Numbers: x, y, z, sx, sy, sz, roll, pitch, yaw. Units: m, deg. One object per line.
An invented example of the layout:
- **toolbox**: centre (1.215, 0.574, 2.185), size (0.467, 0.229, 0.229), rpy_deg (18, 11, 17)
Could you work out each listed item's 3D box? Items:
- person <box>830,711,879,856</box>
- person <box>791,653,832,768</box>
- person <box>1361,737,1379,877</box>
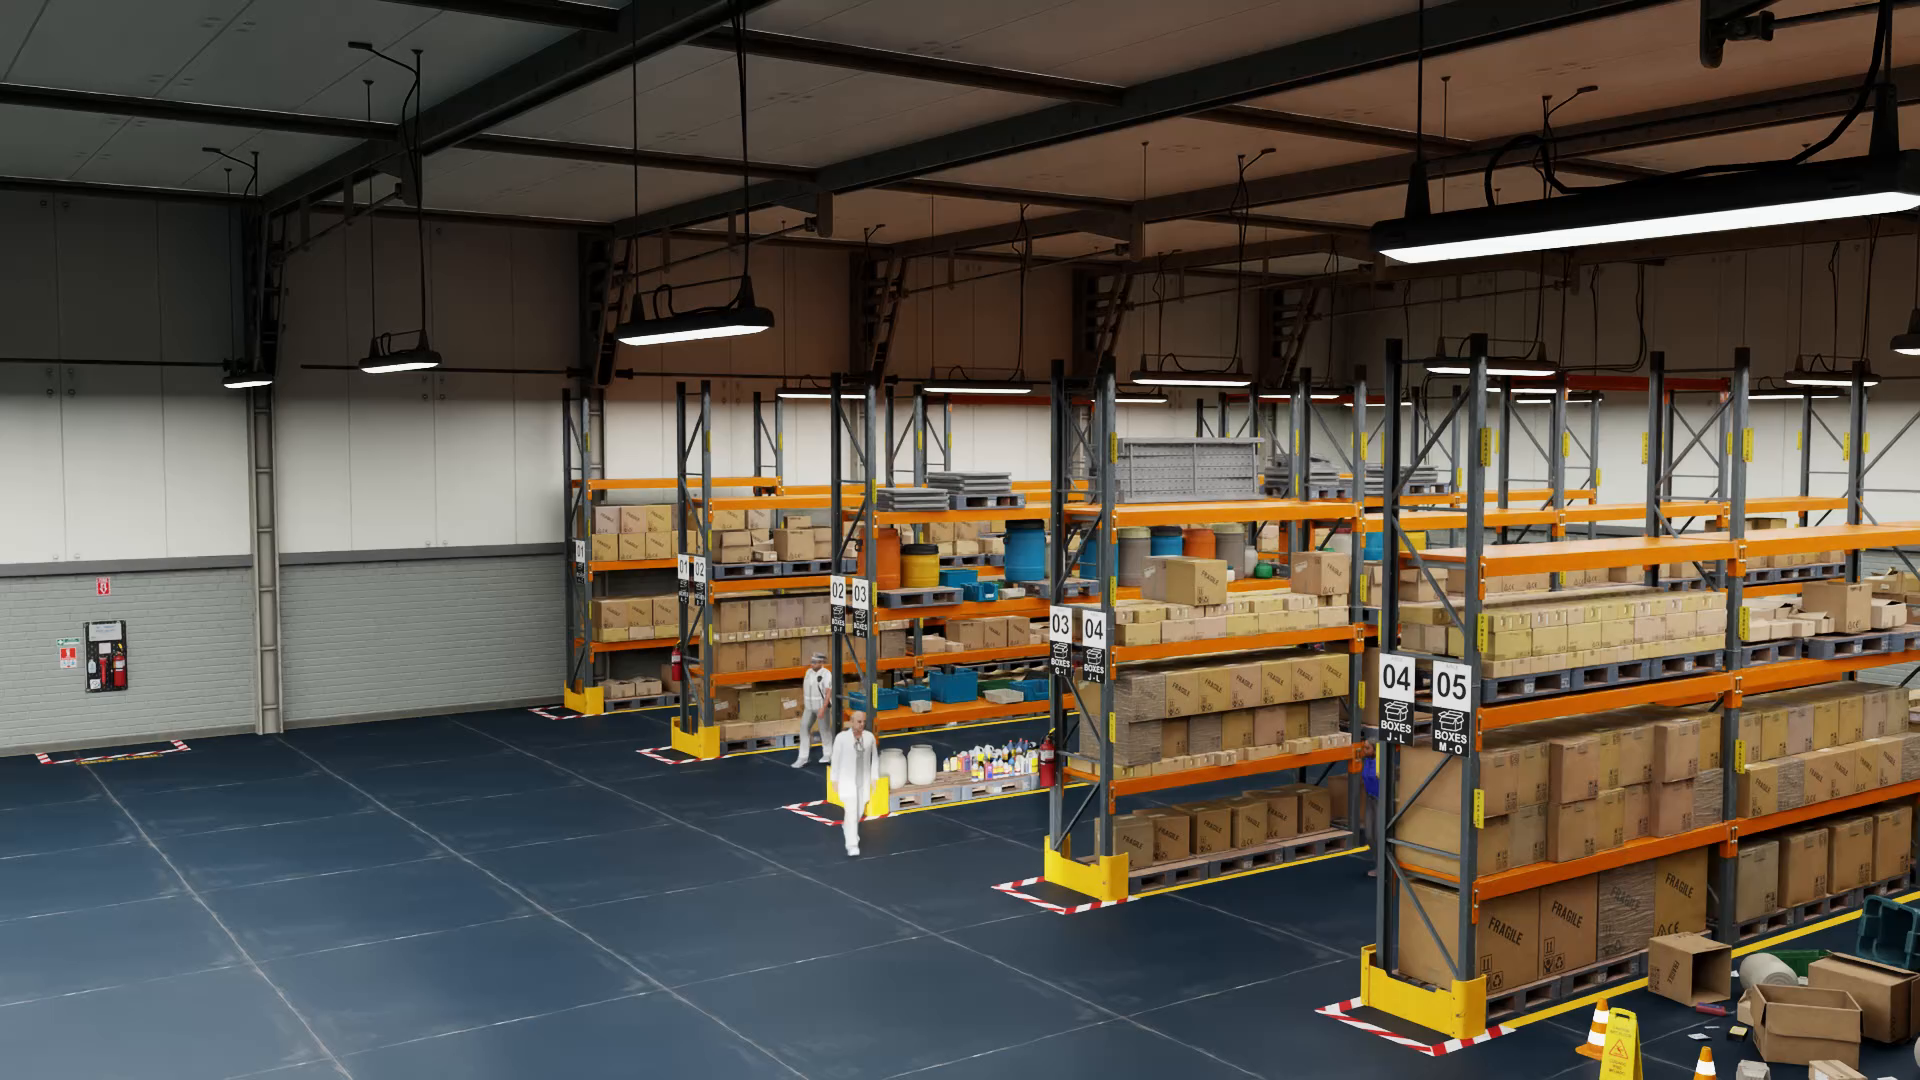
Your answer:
- **person**: centre (-1.309, 2.981, 20.626), size (0.625, 1.718, 1.118), rpy_deg (-2, 4, -32)
- **person**: centre (-2.248, 2.626, 25.873), size (0.551, 1.767, 0.740), rpy_deg (2, 4, 25)
- **person**: centre (4.979, 3.114, 19.477), size (0.578, 1.620, 0.490), rpy_deg (-1, 4, -22)
